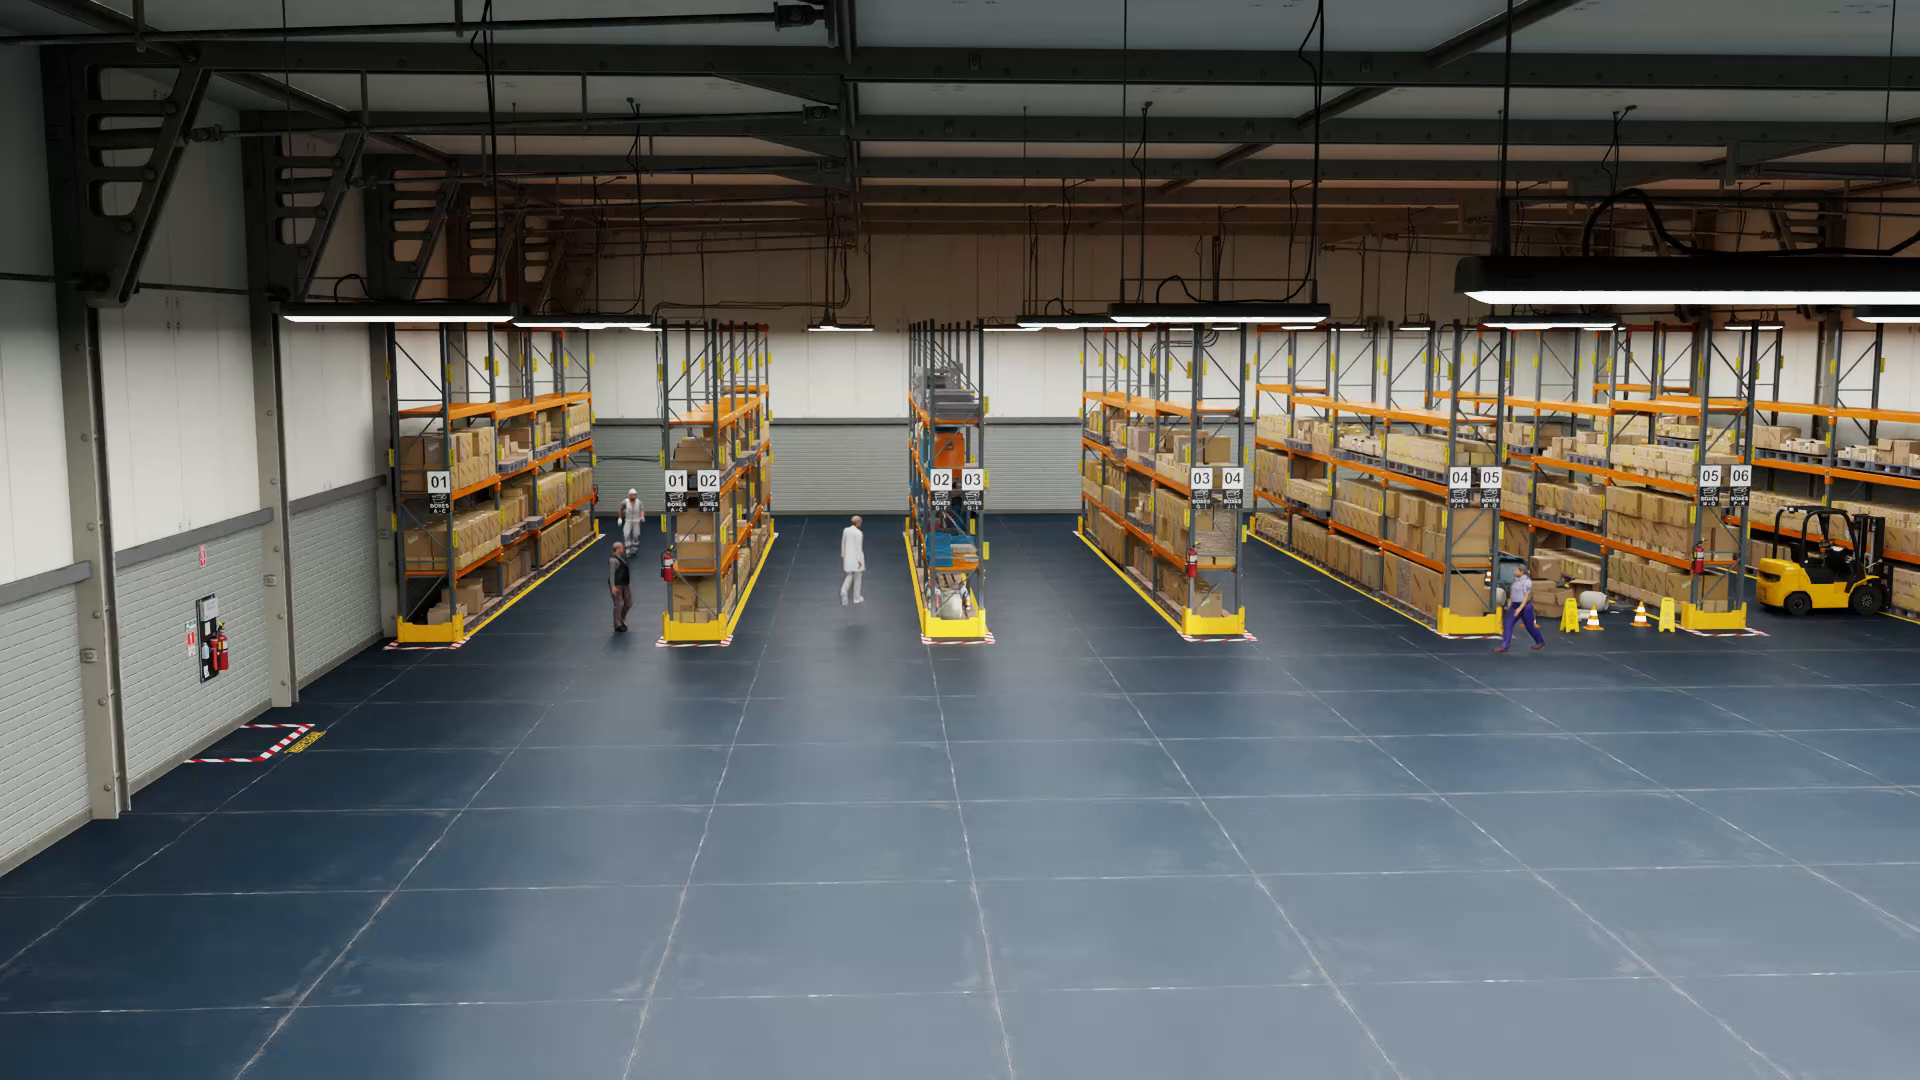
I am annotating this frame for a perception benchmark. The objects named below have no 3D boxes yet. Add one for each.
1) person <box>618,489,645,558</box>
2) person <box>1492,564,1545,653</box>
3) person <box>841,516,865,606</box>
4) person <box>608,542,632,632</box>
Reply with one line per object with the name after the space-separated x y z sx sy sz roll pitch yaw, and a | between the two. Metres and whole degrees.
-8.512 -0.430 43.132 0.736 1.807 0.877 0 7 -1 | person
10.096 1.231 29.912 0.985 1.608 0.442 -4 8 -28 | person
-2.190 0.413 33.631 0.568 1.810 0.717 4 8 29 | person
-6.616 0.900 32.267 0.487 1.739 0.599 3 8 22 | person
